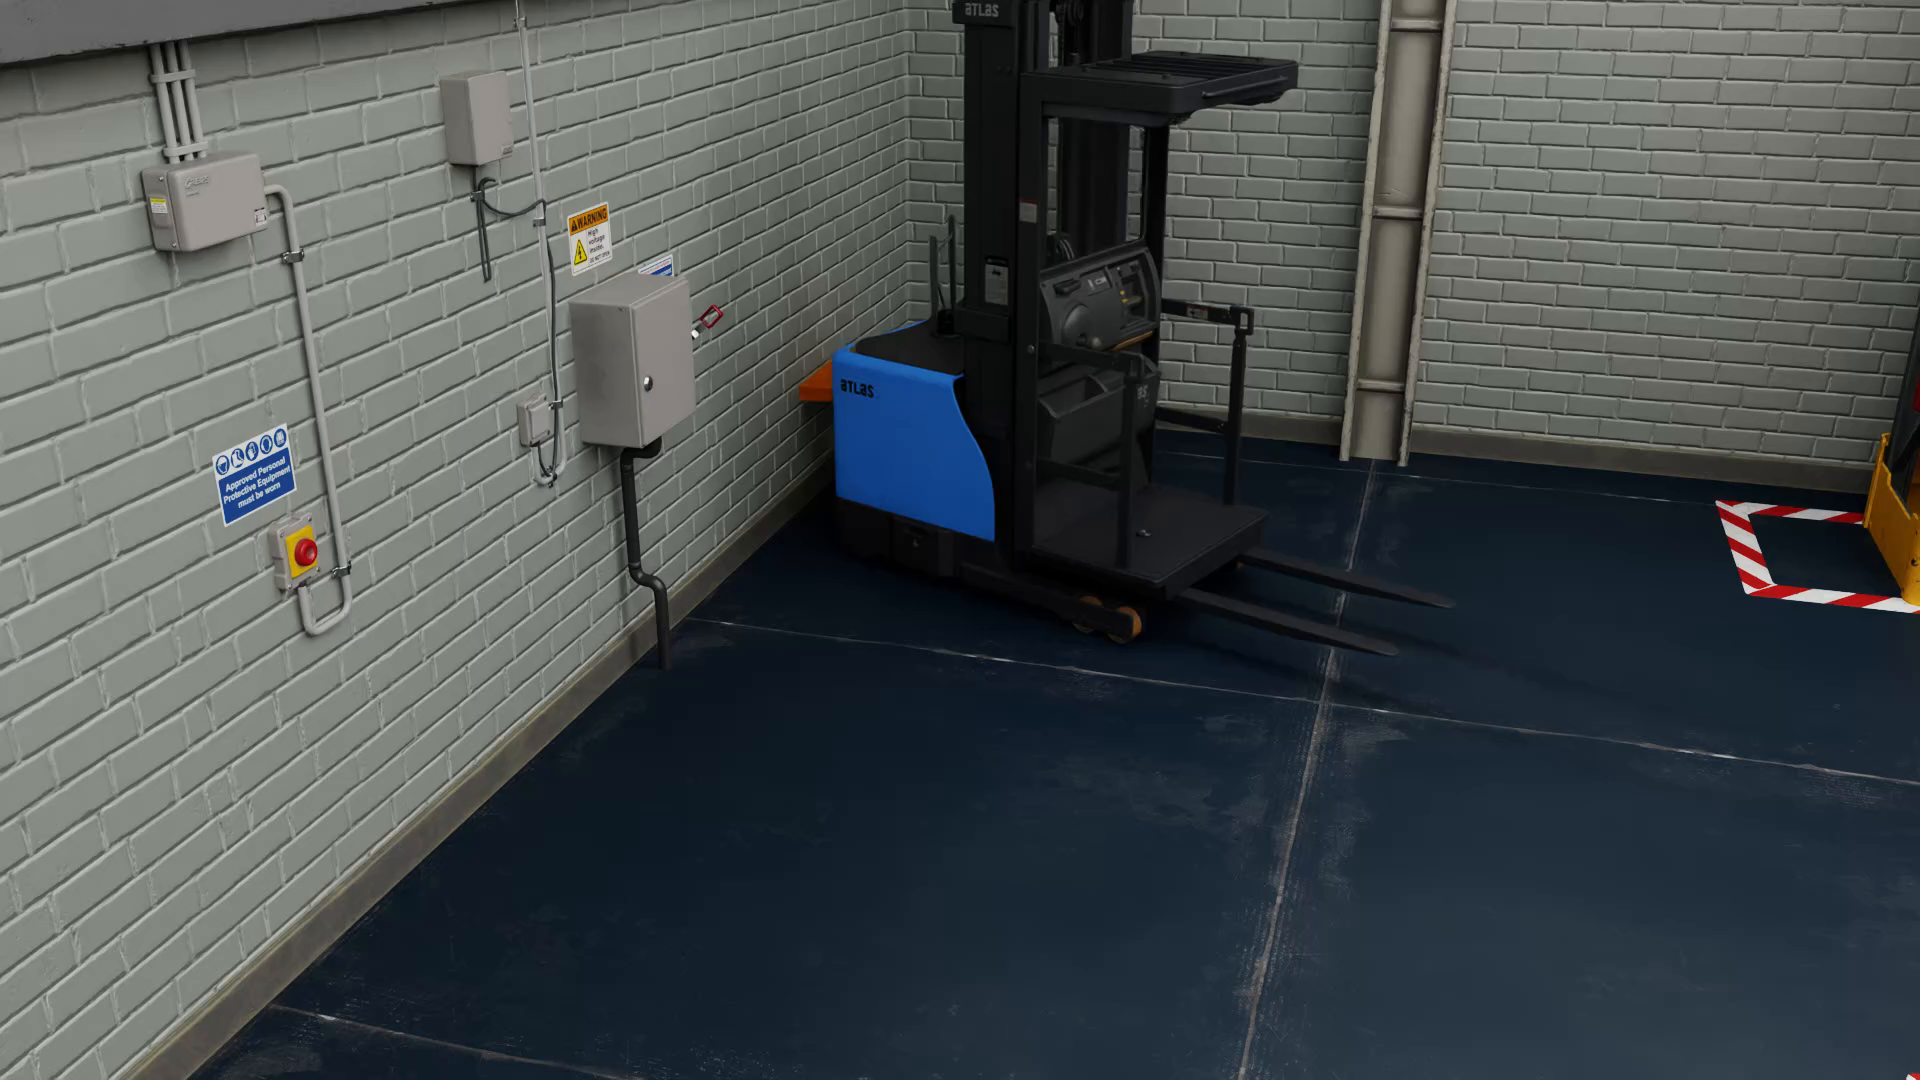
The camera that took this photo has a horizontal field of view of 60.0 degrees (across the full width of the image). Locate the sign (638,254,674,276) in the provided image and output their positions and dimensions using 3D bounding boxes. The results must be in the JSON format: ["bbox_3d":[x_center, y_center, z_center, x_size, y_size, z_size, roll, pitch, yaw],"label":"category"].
[{"bbox_3d":[-1.328,-0.987,7.350,0.001,0.494,0.329,7,23,16],"label":"sign"}]

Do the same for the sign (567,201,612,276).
[{"bbox_3d":[-1.487,-1.214,6.688,0.001,0.242,0.339,7,23,16],"label":"sign"}]

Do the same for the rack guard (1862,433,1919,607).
[{"bbox_3d":[4.889,-0.111,8.382,0.348,0.500,1.175,7,23,16],"label":"rack guard"}]

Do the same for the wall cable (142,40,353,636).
[{"bbox_3d":[-2.019,-0.566,4.818,0.123,1.953,0.585,7,23,16],"label":"wall cable"}]

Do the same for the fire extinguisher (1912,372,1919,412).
[{"bbox_3d":[4.542,-0.916,7.644,0.183,0.674,0.296,7,23,16],"label":"fire extinguisher"}]

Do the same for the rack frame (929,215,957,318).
[{"bbox_3d":[-0.077,-0.973,9.067,0.032,1.500,0.500,4,24,11],"label":"rack frame"}]

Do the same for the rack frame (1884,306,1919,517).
[{"bbox_3d":[4.817,-1.276,7.928,0.127,3.000,1.000,7,23,16],"label":"rack frame"}]

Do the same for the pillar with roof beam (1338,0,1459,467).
[{"bbox_3d":[1.252,-3.111,4.496,0.400,9.000,9.100,7,23,16],"label":"pillar with roof beam"}]

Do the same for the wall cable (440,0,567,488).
[{"bbox_3d":[-1.620,-1.068,6.084,0.122,1.984,0.588,7,23,16],"label":"wall cable"}]

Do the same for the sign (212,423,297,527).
[{"bbox_3d":[-2.091,-0.196,4.939,0.001,0.218,0.327,7,23,16],"label":"sign"}]

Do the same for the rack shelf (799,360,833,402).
[{"bbox_3d":[-0.571,-0.842,9.239,1.000,0.185,0.538,4,24,11],"label":"rack shelf"}]

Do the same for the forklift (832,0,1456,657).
[{"bbox_3d":[0.826,-1.111,7.617,3.031,2.935,1.130,16,27,34],"label":"forklift"}]

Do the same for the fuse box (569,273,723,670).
[{"bbox_3d":[-1.272,-0.233,7.083,0.414,1.711,0.539,7,23,16],"label":"fuse box"}]

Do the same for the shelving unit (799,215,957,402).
[{"bbox_3d":[-0.583,-1.007,9.168,1.083,1.500,0.587,4,24,11],"label":"shelving unit"}]
